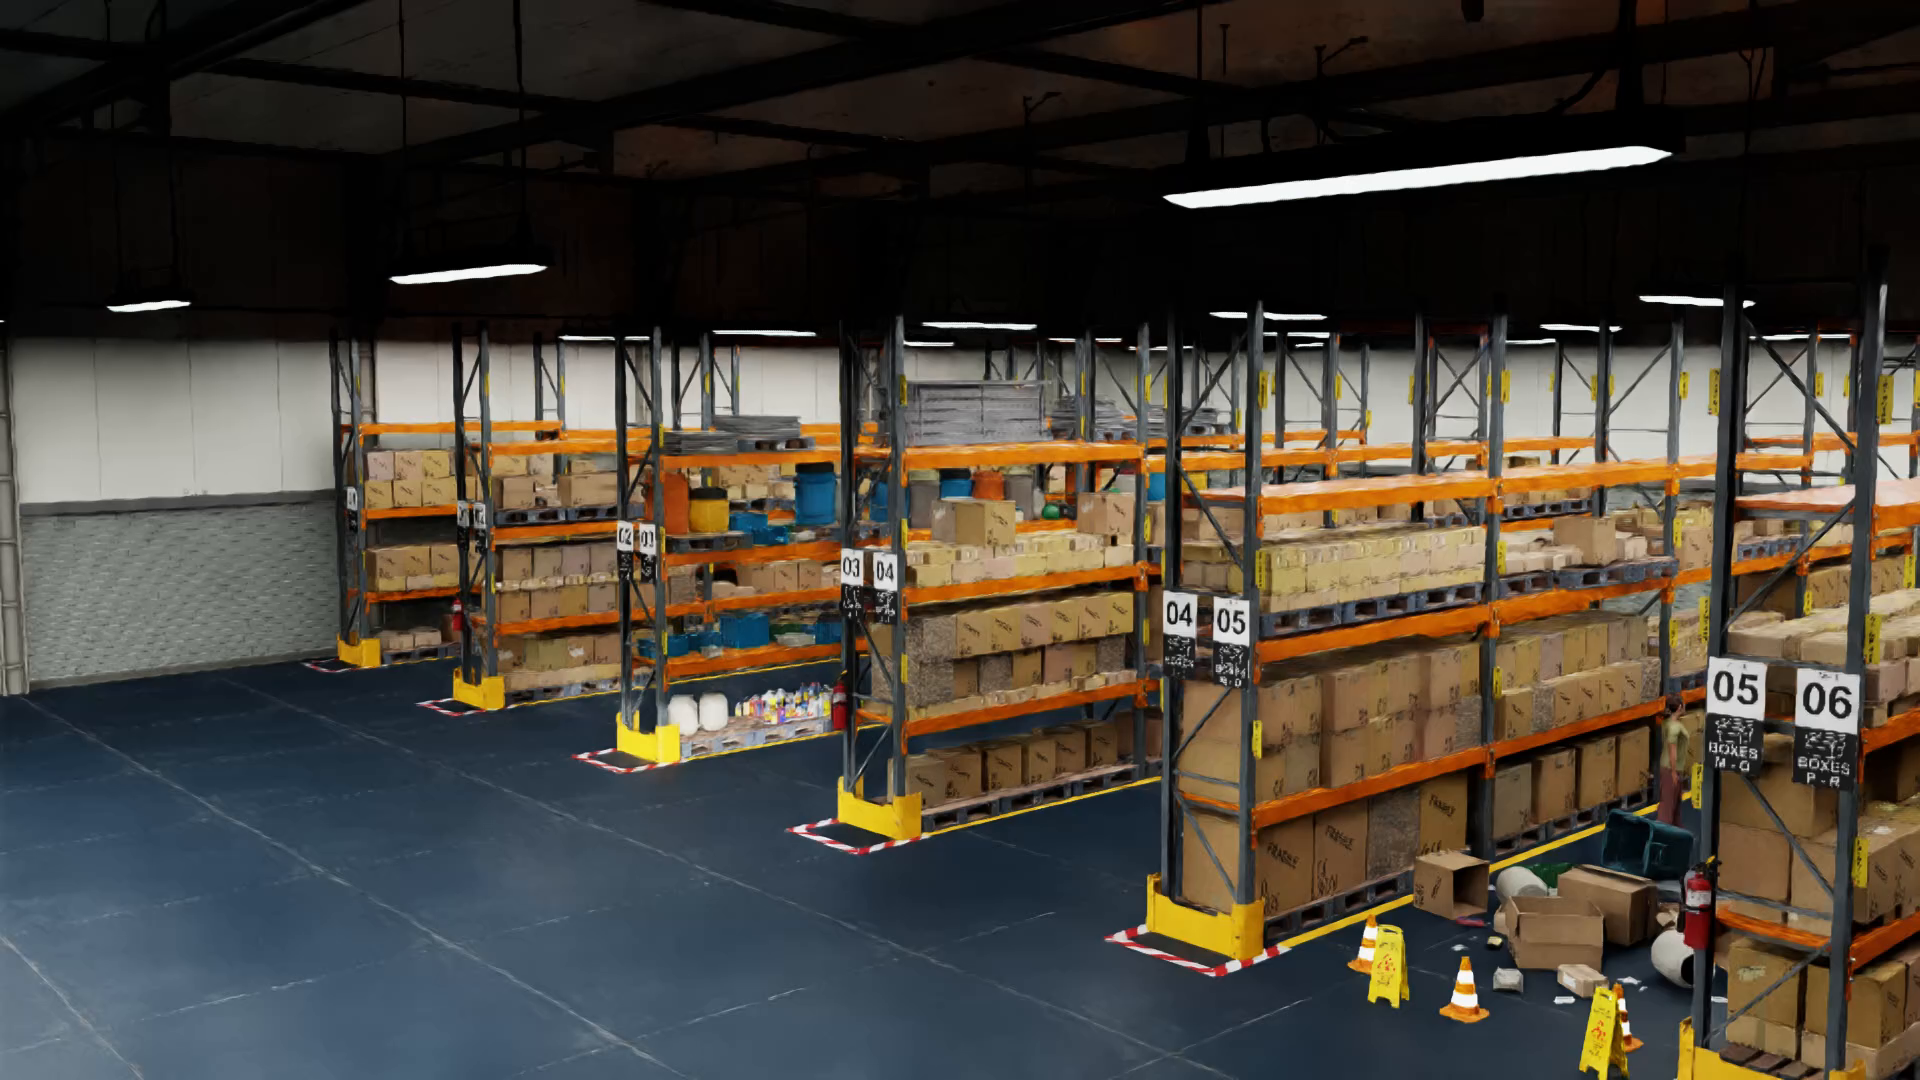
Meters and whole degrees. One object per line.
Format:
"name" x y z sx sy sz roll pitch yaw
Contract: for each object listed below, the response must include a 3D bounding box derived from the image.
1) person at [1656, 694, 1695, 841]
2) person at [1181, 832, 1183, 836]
"person" 7.860 2.520 18.231 0.441 1.675 0.498 2 6 18
"person" 3.004 2.505 18.308 1.044 1.727 0.633 -2 6 -21
